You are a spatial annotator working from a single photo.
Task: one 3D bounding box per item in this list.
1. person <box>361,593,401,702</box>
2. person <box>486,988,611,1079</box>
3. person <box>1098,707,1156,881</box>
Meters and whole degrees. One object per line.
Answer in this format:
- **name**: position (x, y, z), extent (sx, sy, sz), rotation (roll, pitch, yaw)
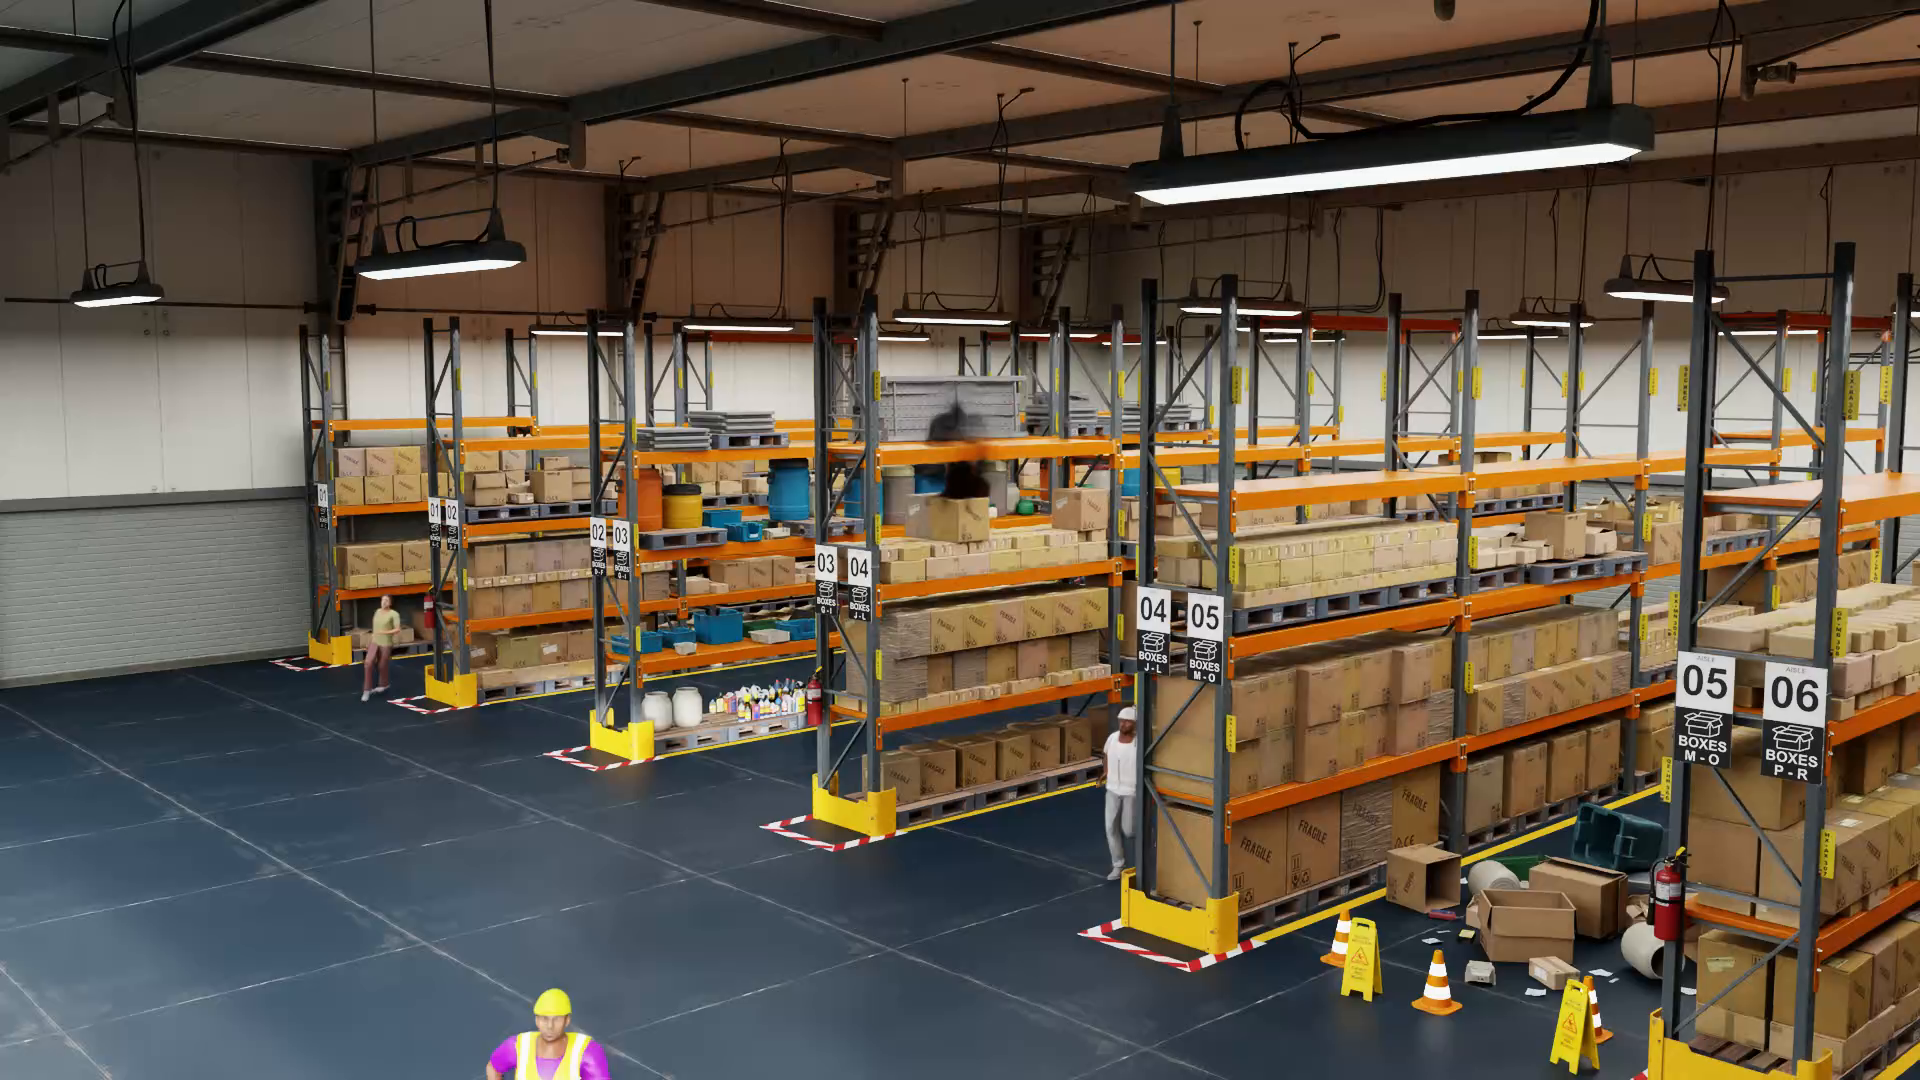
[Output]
- **person**: position (-9.142, 1.671, 26.363), extent (0.577, 1.664, 0.814), rotation (1, 6, 6)
- **person**: position (-2.283, 3.361, 9.247), extent (0.695, 1.747, 0.666), rotation (-1, 6, -12)
- **person**: position (1.729, 2.582, 17.159), extent (0.701, 1.745, 0.780), rotation (4, 7, 34)
